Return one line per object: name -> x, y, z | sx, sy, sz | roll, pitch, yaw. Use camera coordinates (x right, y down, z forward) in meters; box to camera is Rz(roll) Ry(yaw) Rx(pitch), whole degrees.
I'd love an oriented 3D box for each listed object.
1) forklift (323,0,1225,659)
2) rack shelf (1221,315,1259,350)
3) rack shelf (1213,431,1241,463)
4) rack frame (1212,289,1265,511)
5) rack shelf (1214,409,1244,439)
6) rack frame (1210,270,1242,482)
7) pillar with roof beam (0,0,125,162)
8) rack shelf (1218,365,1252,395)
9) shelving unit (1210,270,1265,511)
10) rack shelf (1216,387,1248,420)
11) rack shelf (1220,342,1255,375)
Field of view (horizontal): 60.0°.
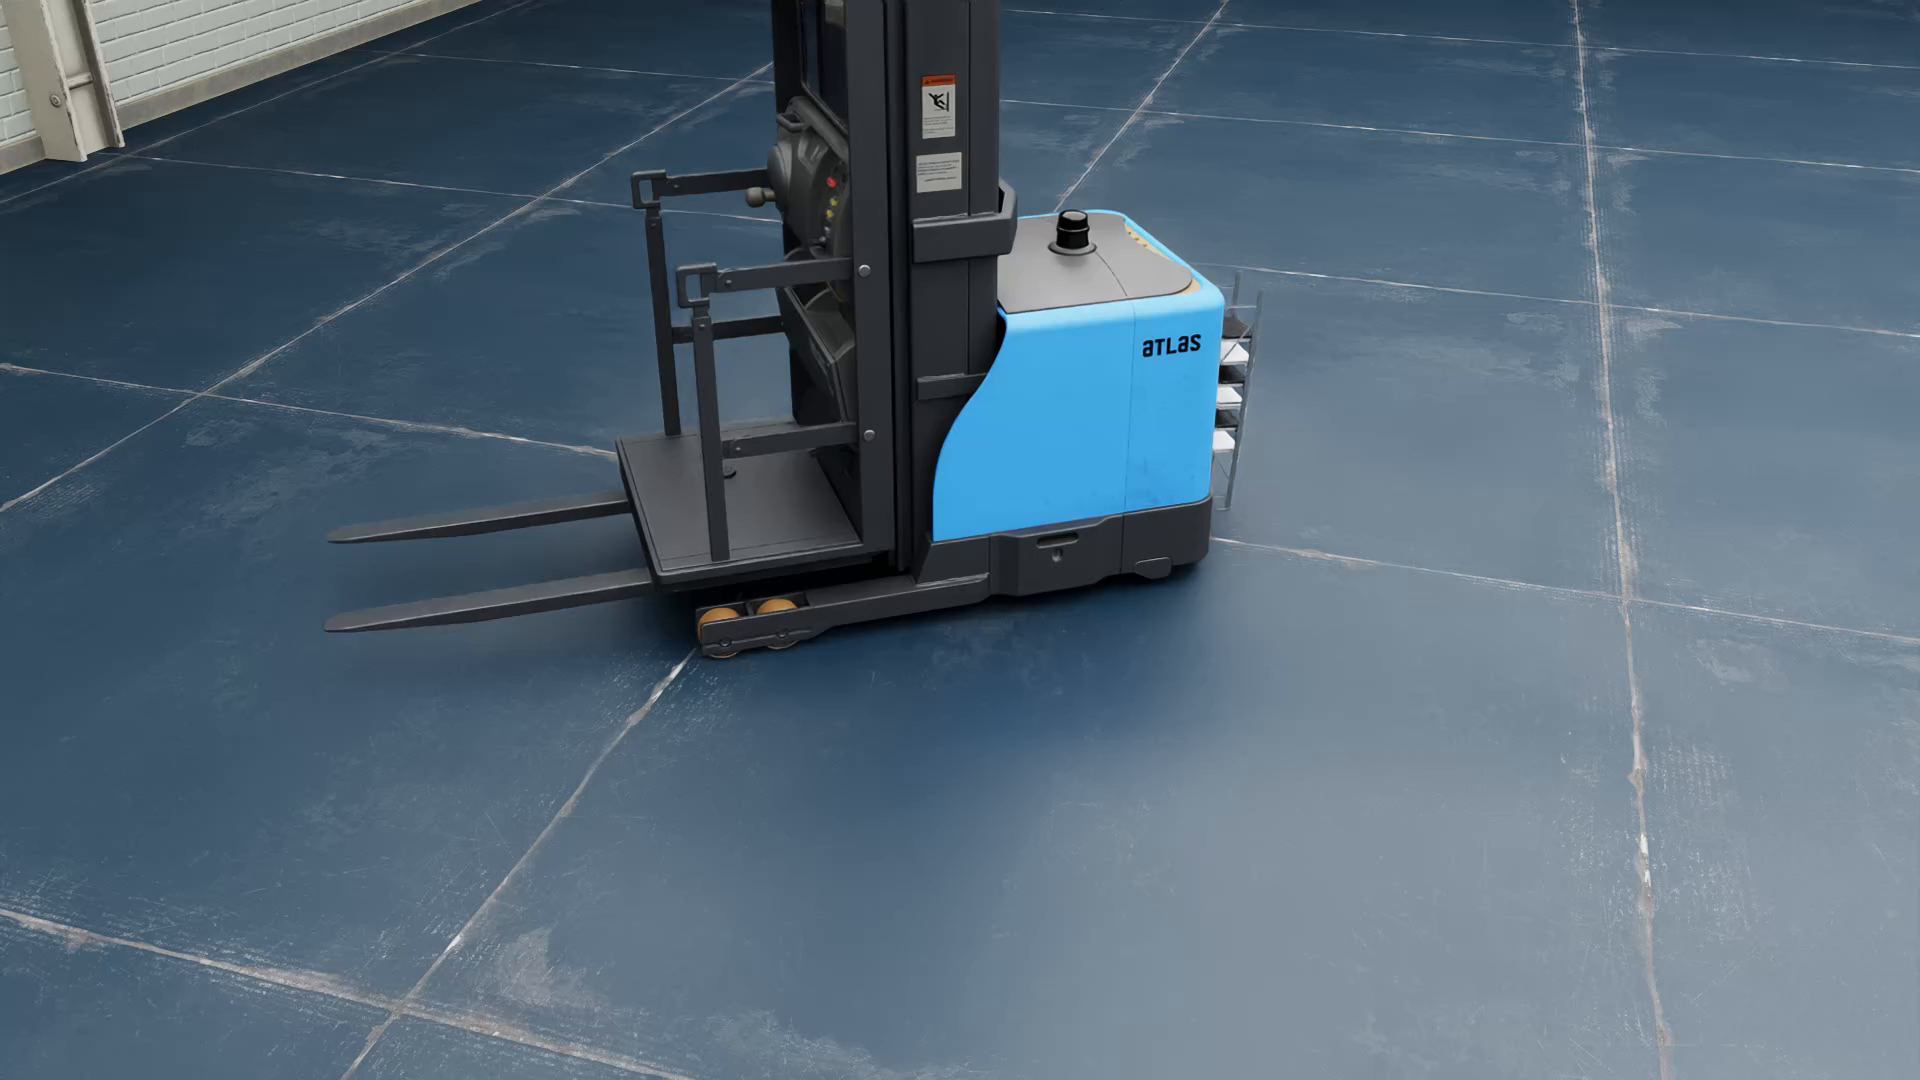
forklift -> -0.674, -1.174, 5.345 | 3.031, 2.935, 1.130 | -9, 30, -15
rack shelf -> 0.950, -0.763, 6.192 | 0.258, 0.077, 0.200 | -4, 29, -15
rack shelf -> 0.921, -0.367, 6.404 | 0.258, 0.077, 0.200 | -4, 29, -15
rack frame -> 0.961, -0.507, 6.218 | 0.240, 0.900, 0.006 | -4, 29, -15
rack shelf -> 0.927, -0.446, 6.362 | 0.258, 0.077, 0.200 | -4, 29, -15
rack frame -> 0.909, -0.602, 6.389 | 0.240, 0.900, 0.006 | -4, 29, -15
pillar with roof beam -> -1.558, -5.836, 7.485 | 9.100, 9.000, 0.400 | 8, 30, 15
rack shelf -> 0.939, -0.604, 6.277 | 0.258, 0.077, 0.200 | -4, 29, -15
shelving unit -> 0.935, -0.555, 6.304 | 0.258, 0.900, 0.210 | -4, 29, -15
rack shelf -> 0.933, -0.525, 6.319 | 0.258, 0.077, 0.200 | -4, 29, -15
rack shelf -> 0.944, -0.684, 6.235 | 0.258, 0.077, 0.200 | -4, 29, -15
